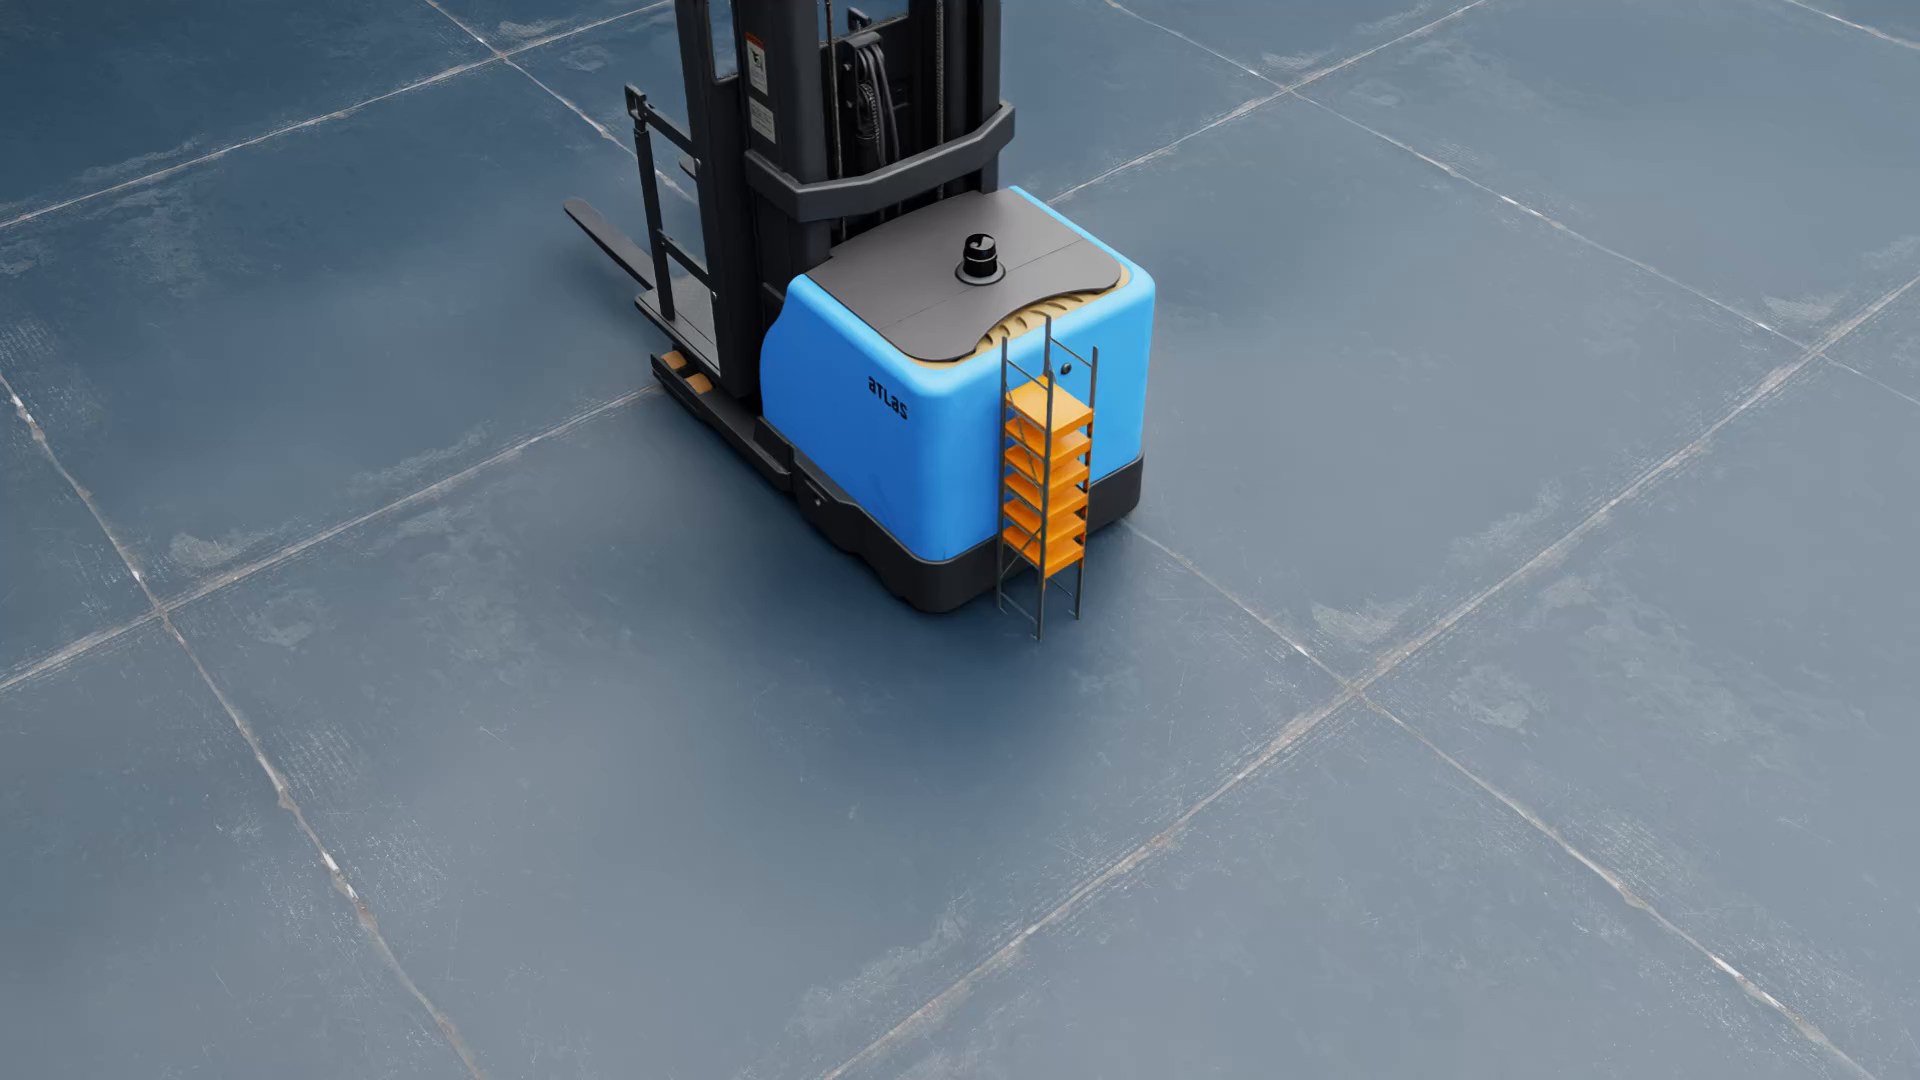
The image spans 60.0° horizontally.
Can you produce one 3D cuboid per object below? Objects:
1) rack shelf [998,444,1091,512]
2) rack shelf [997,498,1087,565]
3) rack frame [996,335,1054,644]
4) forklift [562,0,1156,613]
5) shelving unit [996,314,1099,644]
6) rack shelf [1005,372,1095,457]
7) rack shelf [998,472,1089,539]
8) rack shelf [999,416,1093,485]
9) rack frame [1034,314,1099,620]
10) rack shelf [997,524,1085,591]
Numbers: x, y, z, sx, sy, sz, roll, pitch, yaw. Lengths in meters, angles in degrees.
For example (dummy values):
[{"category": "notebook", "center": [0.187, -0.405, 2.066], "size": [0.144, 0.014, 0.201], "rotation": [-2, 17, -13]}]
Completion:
[{"category": "rack shelf", "center": [0.279, -0.230, 5.509], "size": [0.180, 0.103, 0.258], "rotation": [-29, 50, -27]}, {"category": "rack shelf", "center": [0.279, -0.056, 5.673], "size": [0.180, 0.103, 0.258], "rotation": [-29, 50, -27]}, {"category": "rack frame", "center": [0.208, -0.136, 5.518], "size": [0.006, 1.200, 0.240], "rotation": [-29, 50, -27]}, {"category": "forklift", "center": [-0.618, -1.768, 5.991], "size": [1.130, 2.935, 3.031], "rotation": [-28, 50, -27]}, {"category": "shelving unit", "center": [0.279, -0.175, 5.560], "size": [0.189, 1.200, 0.258], "rotation": [-29, 50, -27]}, {"category": "rack shelf", "center": [0.279, -0.405, 5.344], "size": [0.180, 0.103, 0.258], "rotation": [-29, 50, -27]}, {"category": "rack shelf", "center": [0.279, -0.143, 5.591], "size": [0.180, 0.103, 0.258], "rotation": [-29, 50, -27]}, {"category": "rack shelf", "center": [0.279, -0.318, 5.426], "size": [0.180, 0.103, 0.258], "rotation": [-29, 50, -27]}, {"category": "rack frame", "center": [0.350, -0.215, 5.602], "size": [0.006, 1.200, 0.240], "rotation": [-29, 50, -27]}, {"category": "rack shelf", "center": [0.279, 0.032, 5.755], "size": [0.180, 0.103, 0.258], "rotation": [-29, 50, -27]}]
